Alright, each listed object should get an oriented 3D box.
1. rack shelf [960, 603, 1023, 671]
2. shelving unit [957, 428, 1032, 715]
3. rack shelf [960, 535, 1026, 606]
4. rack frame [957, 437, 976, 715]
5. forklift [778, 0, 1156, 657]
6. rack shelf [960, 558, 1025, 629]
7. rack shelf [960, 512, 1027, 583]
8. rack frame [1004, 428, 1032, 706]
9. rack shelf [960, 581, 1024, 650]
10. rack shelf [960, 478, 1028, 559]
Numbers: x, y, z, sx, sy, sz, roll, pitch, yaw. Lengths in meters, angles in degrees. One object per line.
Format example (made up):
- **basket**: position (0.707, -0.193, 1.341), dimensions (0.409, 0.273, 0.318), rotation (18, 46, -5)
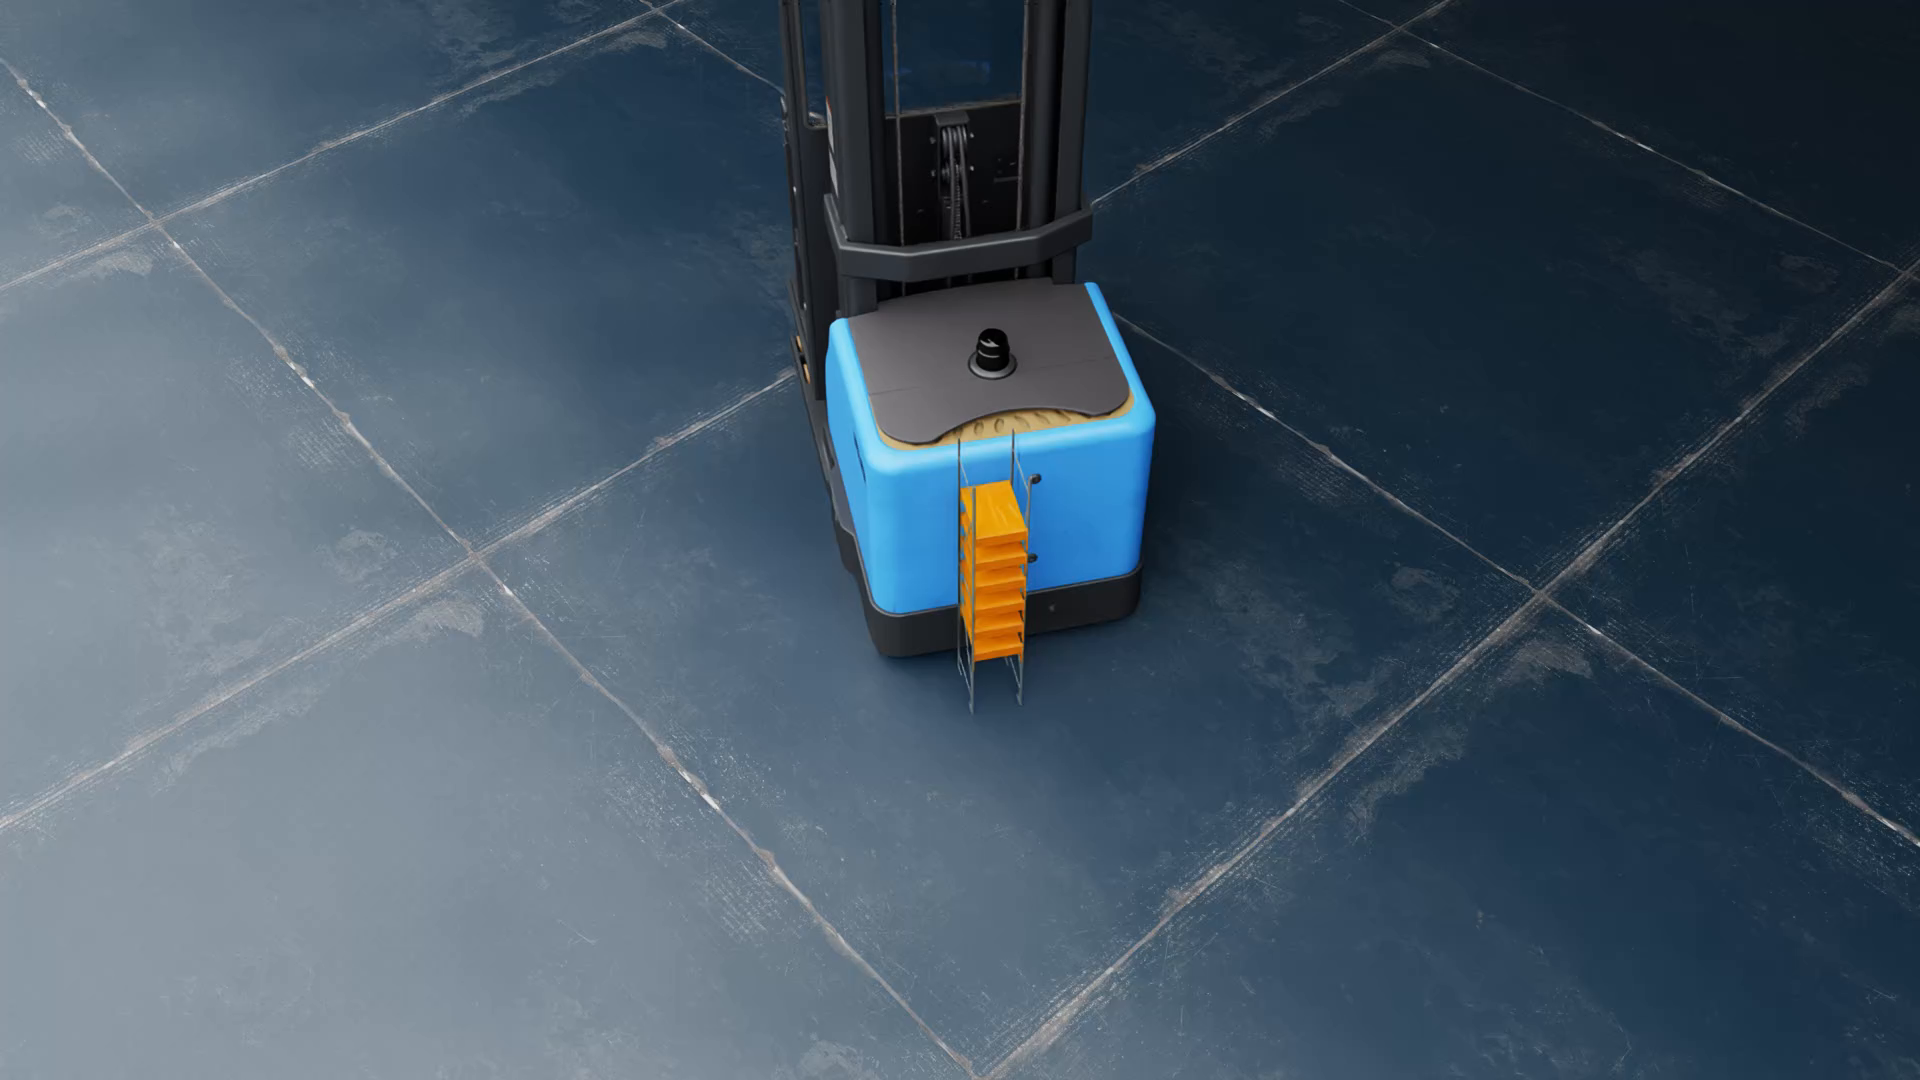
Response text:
- **rack shelf**: position (0.110, 0.333, 6.013), dimensions (0.180, 0.103, 0.258), rotation (-10, 48, -9)
- **shelving unit**: position (0.110, 0.140, 5.804), dimensions (0.189, 1.200, 0.258), rotation (-10, 48, -9)
- **rack shelf**: position (0.110, 0.089, 5.748), dimensions (0.180, 0.103, 0.258), rotation (-10, 48, -9)
- **rack frame**: position (0.021, 0.155, 5.790), dimensions (0.006, 1.200, 0.240), rotation (-10, 48, -9)
- **forklift**: position (-0.136, -1.659, 6.287), dimensions (1.130, 2.935, 3.031), rotation (-10, 48, -9)
- **rack shelf**: position (0.110, 0.170, 5.837), dimensions (0.180, 0.103, 0.258), rotation (-10, 48, -9)
- **rack shelf**: position (0.110, 0.008, 5.660), dimensions (0.180, 0.103, 0.258), rotation (-10, 48, -9)
- **rack frame**: position (0.199, 0.125, 5.818), dimensions (0.006, 1.200, 0.240), rotation (-10, 48, -9)
- **rack shelf**: position (0.110, 0.251, 5.925), dimensions (0.180, 0.103, 0.258), rotation (-10, 48, -9)
- **rack shelf**: position (0.110, -0.073, 5.572), dimensions (0.180, 0.103, 0.258), rotation (-10, 48, -9)
